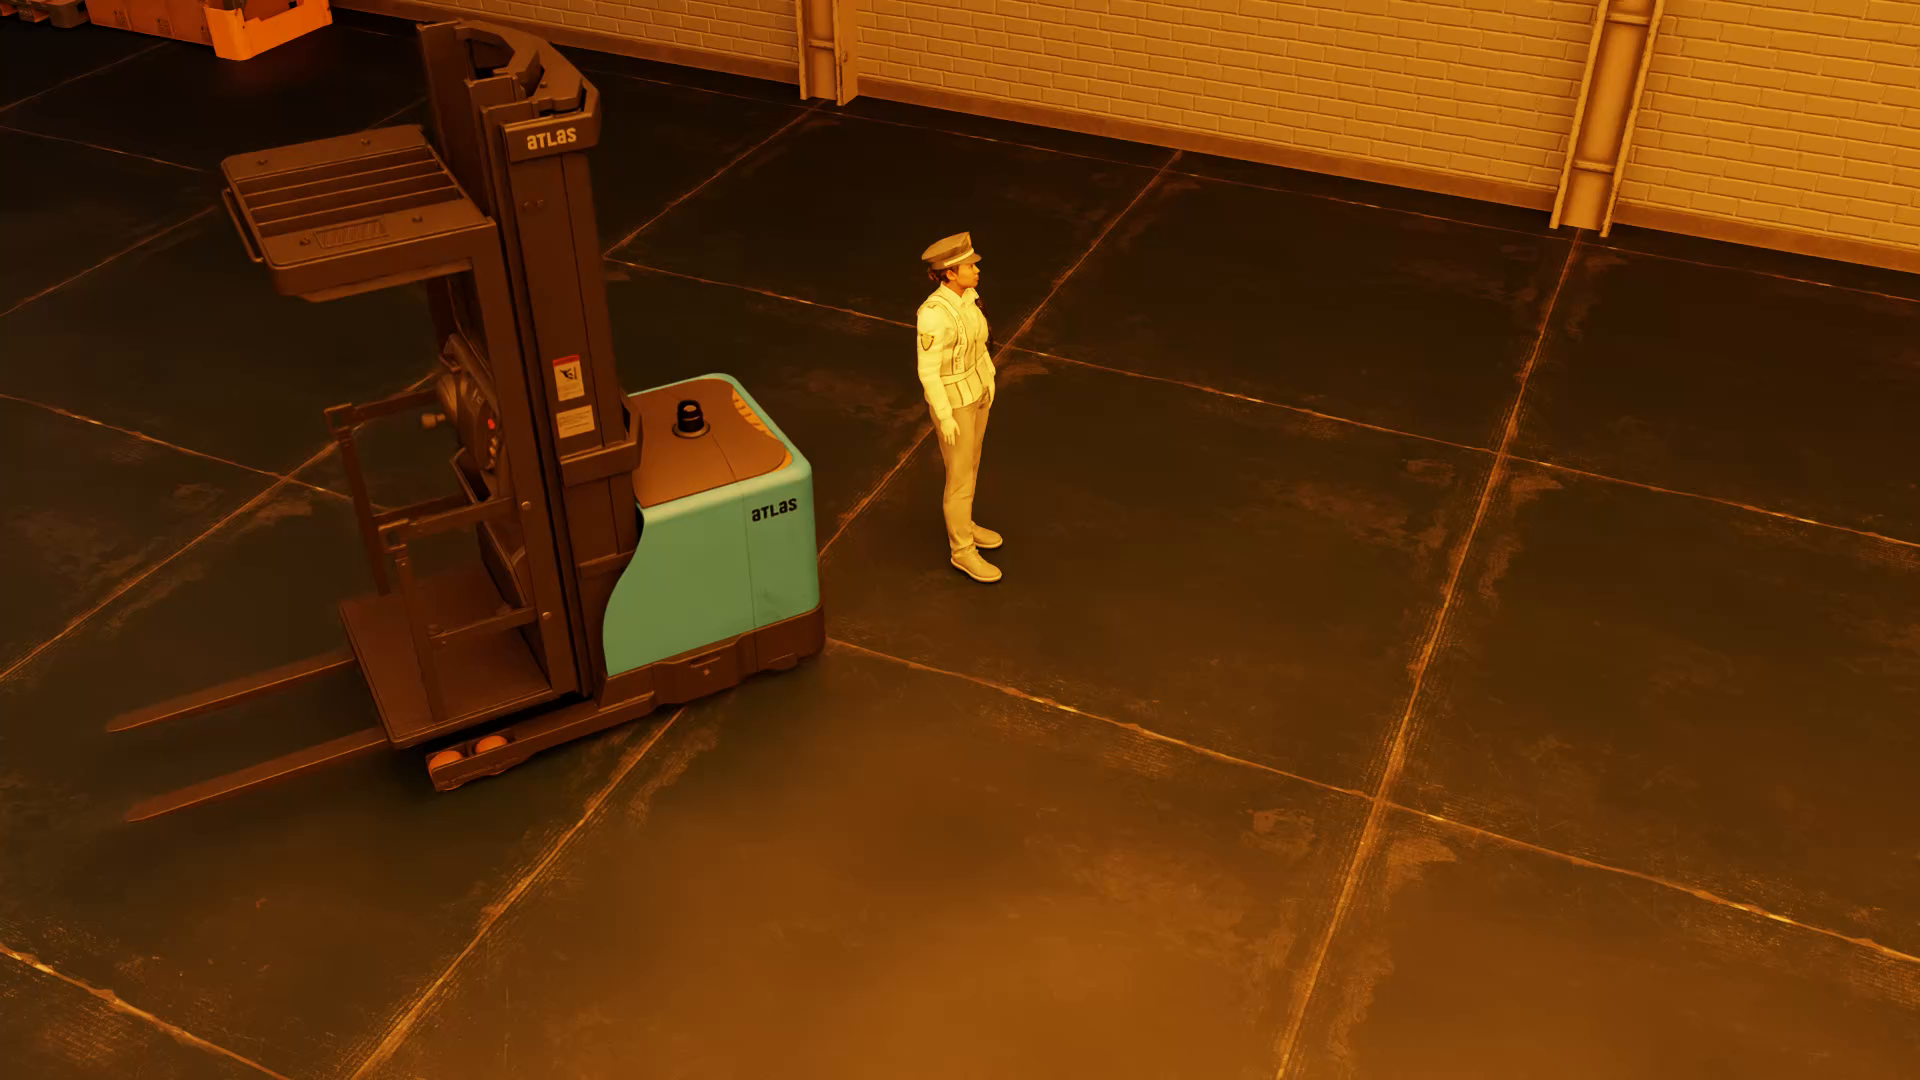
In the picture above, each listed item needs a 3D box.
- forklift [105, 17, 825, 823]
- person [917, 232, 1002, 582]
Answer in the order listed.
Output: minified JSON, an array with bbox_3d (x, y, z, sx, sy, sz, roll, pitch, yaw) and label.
[{"bbox_3d":[-2.175,-0.477,6.755,3.031,2.935,1.130,-18,39,-23],"label":"forklift"},{"bbox_3d":[0.060,-0.676,8.087,0.531,1.695,0.588,15,38,20],"label":"person"}]
